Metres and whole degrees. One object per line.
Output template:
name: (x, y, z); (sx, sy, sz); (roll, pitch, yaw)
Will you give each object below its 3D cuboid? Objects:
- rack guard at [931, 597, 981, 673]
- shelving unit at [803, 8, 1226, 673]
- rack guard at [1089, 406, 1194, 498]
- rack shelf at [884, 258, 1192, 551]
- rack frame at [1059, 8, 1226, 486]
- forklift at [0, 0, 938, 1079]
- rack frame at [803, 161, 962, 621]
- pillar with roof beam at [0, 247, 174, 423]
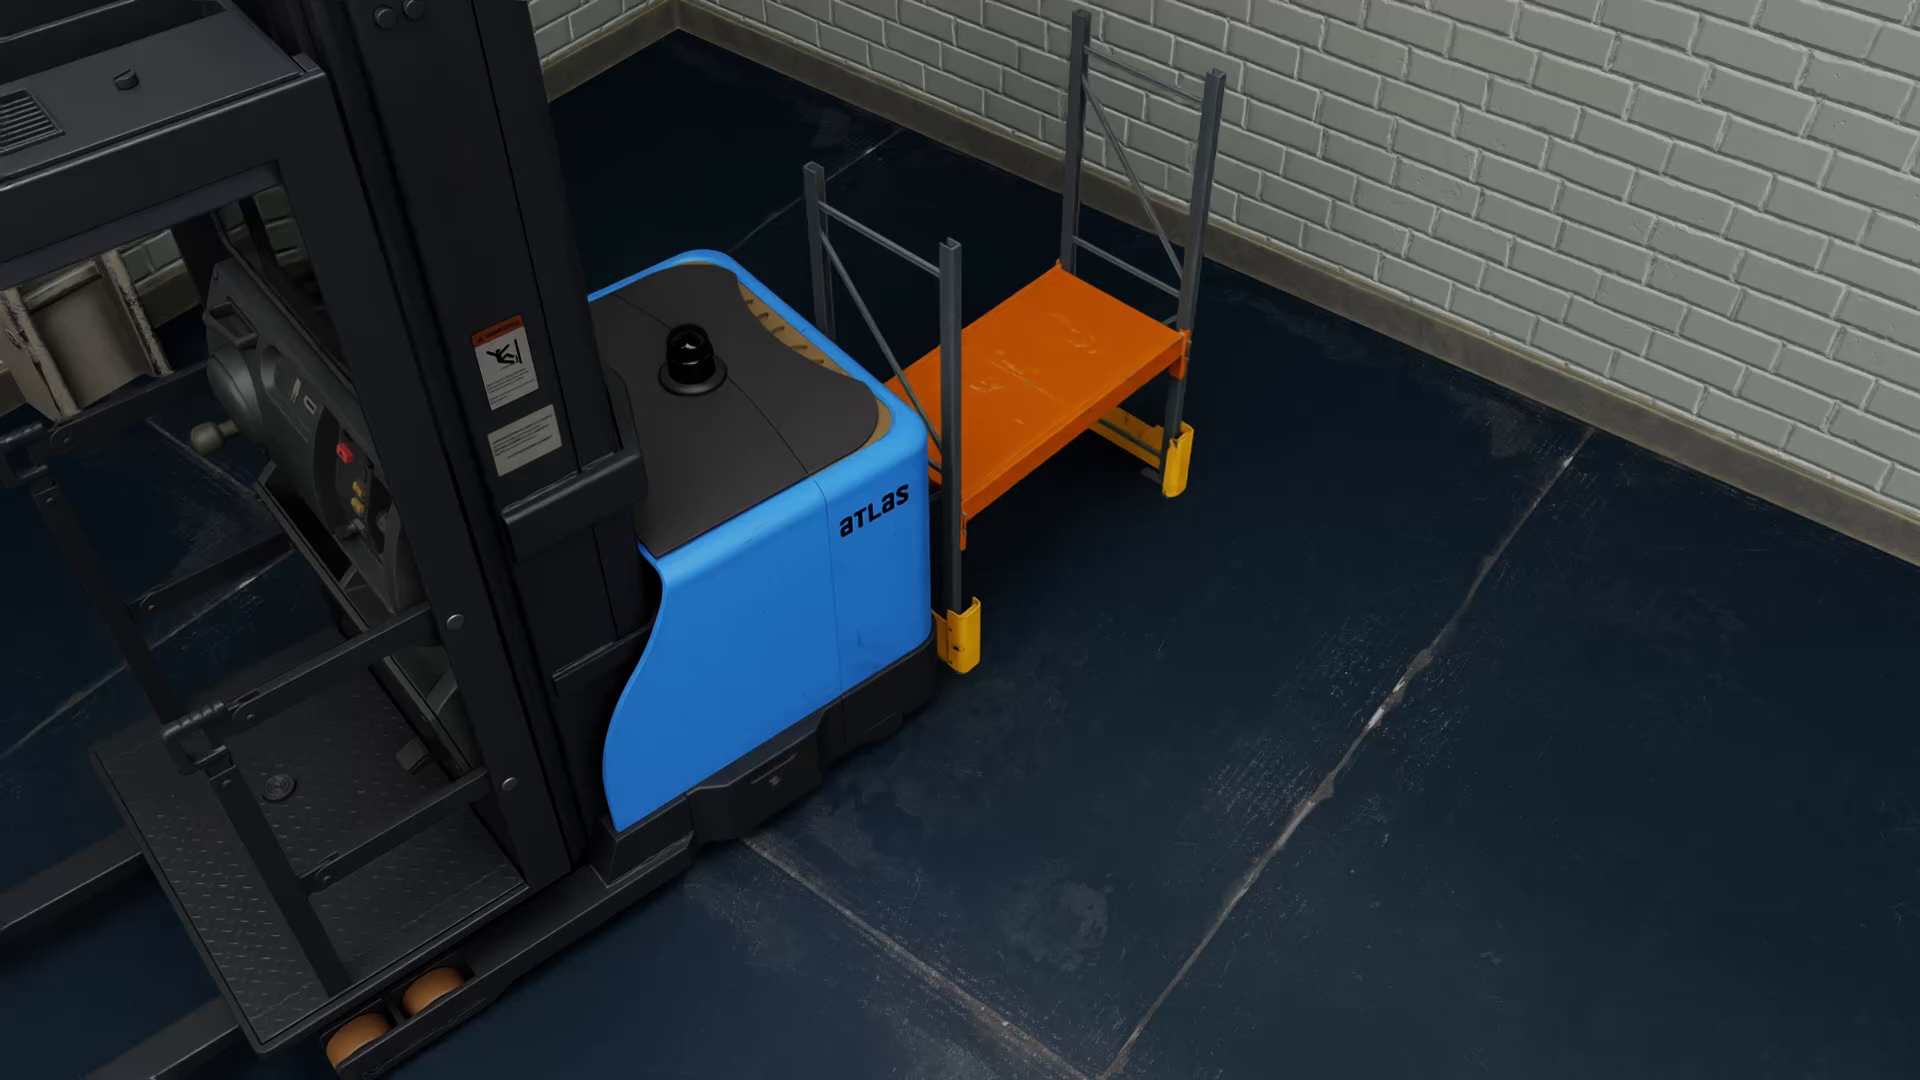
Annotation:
rack guard: (-0.176, 0.145, 4.939); (0.587, 0.250, 0.087); (34, 55, 28)
shelving unit: (0.163, -0.551, 4.739); (0.587, 1.500, 1.083); (34, 55, 28)
rack guard: (0.501, -0.383, 5.443); (0.587, 0.250, 0.087); (34, 55, 28)
rack shelf: (0.156, -0.422, 4.865); (0.538, 0.185, 1.000); (34, 55, 28)
rack frame: (0.502, -0.816, 4.992); (0.500, 1.500, 0.032); (34, 55, 28)
forklift: (-1.524, -0.147, 3.364); (3.031, 2.935, 1.130); (-31, 54, -26)
rack frame: (-0.189, -0.277, 4.477); (0.500, 1.500, 0.032); (34, 55, 28)
pillar with roof beam: (0.423, -1.740, 0.689); (9.100, 9.000, 0.400); (29, 53, 25)
